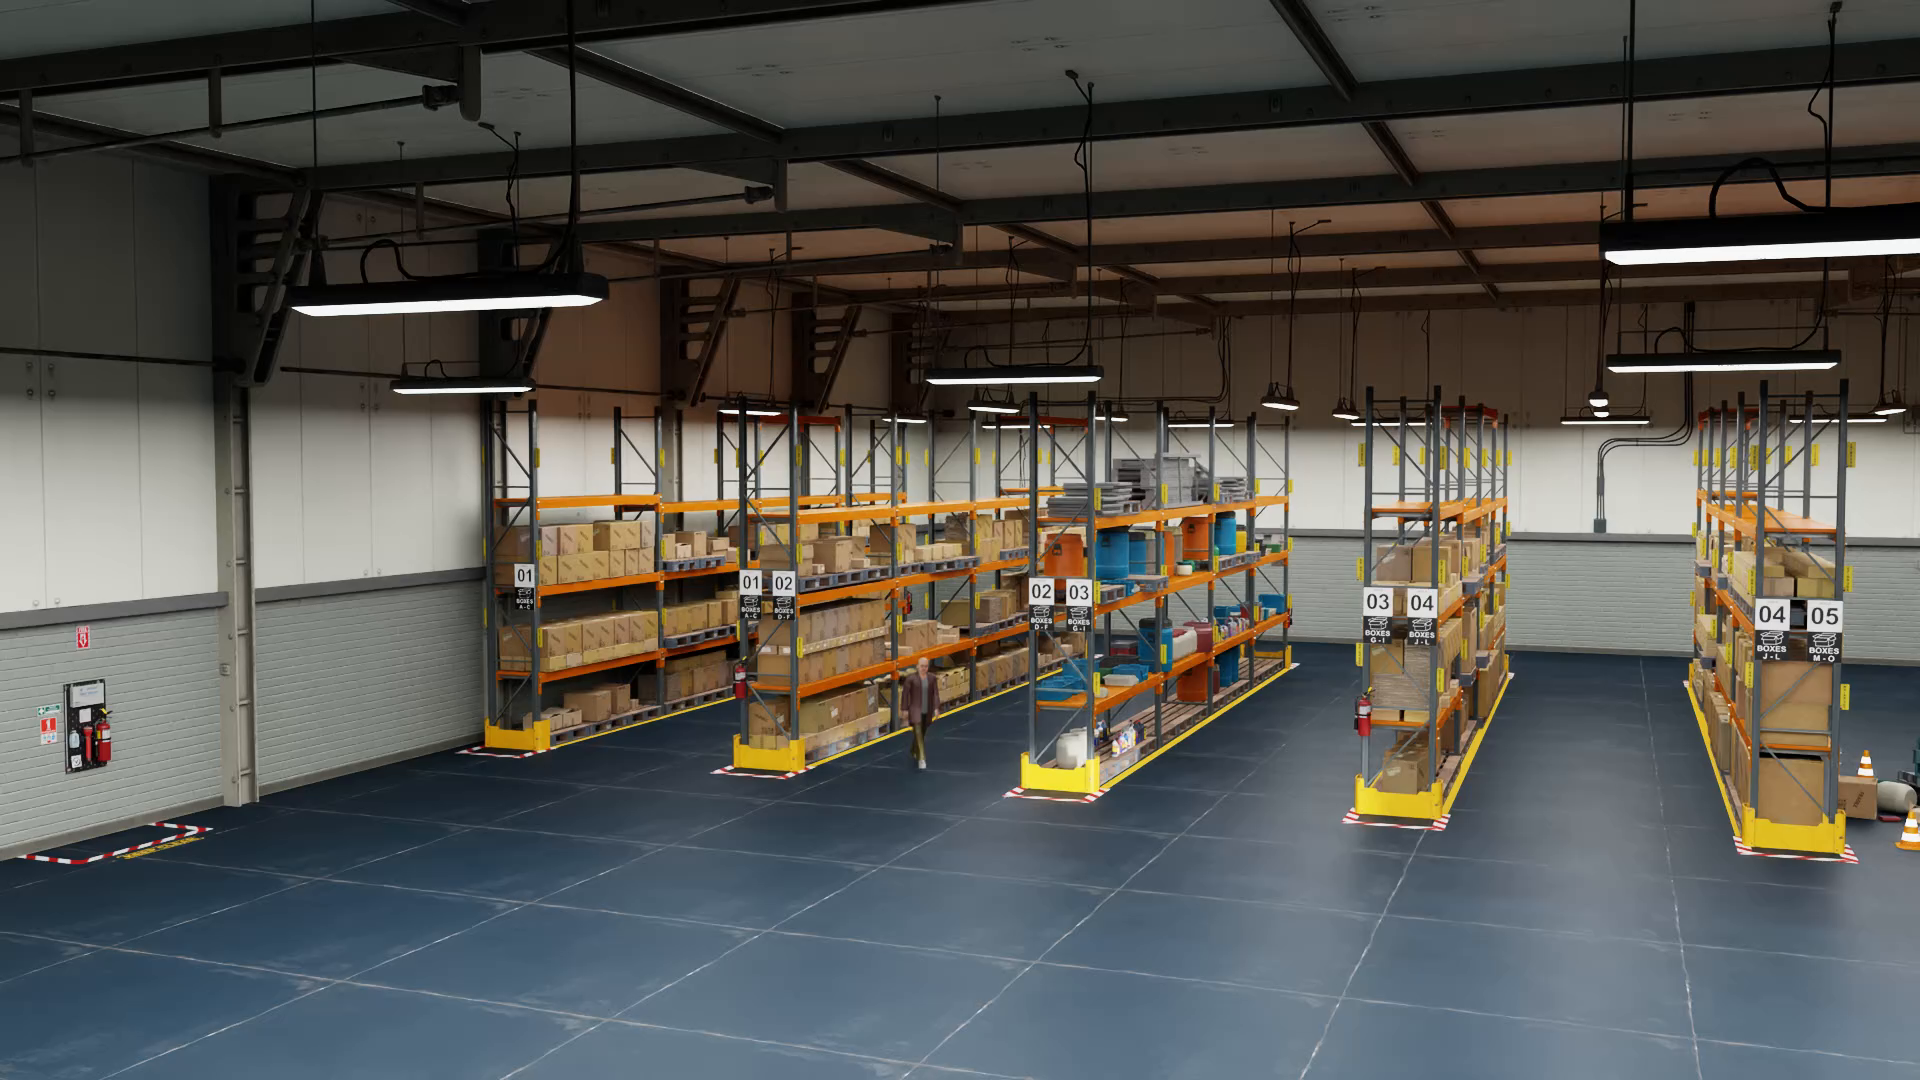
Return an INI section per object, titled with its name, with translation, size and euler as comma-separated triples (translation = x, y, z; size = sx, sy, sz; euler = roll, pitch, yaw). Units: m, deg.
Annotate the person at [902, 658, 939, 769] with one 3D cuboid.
[person]
translation = -0.623, 2.778, 26.985
size = 0.586, 1.730, 1.030
euler = -2, 3, -34
